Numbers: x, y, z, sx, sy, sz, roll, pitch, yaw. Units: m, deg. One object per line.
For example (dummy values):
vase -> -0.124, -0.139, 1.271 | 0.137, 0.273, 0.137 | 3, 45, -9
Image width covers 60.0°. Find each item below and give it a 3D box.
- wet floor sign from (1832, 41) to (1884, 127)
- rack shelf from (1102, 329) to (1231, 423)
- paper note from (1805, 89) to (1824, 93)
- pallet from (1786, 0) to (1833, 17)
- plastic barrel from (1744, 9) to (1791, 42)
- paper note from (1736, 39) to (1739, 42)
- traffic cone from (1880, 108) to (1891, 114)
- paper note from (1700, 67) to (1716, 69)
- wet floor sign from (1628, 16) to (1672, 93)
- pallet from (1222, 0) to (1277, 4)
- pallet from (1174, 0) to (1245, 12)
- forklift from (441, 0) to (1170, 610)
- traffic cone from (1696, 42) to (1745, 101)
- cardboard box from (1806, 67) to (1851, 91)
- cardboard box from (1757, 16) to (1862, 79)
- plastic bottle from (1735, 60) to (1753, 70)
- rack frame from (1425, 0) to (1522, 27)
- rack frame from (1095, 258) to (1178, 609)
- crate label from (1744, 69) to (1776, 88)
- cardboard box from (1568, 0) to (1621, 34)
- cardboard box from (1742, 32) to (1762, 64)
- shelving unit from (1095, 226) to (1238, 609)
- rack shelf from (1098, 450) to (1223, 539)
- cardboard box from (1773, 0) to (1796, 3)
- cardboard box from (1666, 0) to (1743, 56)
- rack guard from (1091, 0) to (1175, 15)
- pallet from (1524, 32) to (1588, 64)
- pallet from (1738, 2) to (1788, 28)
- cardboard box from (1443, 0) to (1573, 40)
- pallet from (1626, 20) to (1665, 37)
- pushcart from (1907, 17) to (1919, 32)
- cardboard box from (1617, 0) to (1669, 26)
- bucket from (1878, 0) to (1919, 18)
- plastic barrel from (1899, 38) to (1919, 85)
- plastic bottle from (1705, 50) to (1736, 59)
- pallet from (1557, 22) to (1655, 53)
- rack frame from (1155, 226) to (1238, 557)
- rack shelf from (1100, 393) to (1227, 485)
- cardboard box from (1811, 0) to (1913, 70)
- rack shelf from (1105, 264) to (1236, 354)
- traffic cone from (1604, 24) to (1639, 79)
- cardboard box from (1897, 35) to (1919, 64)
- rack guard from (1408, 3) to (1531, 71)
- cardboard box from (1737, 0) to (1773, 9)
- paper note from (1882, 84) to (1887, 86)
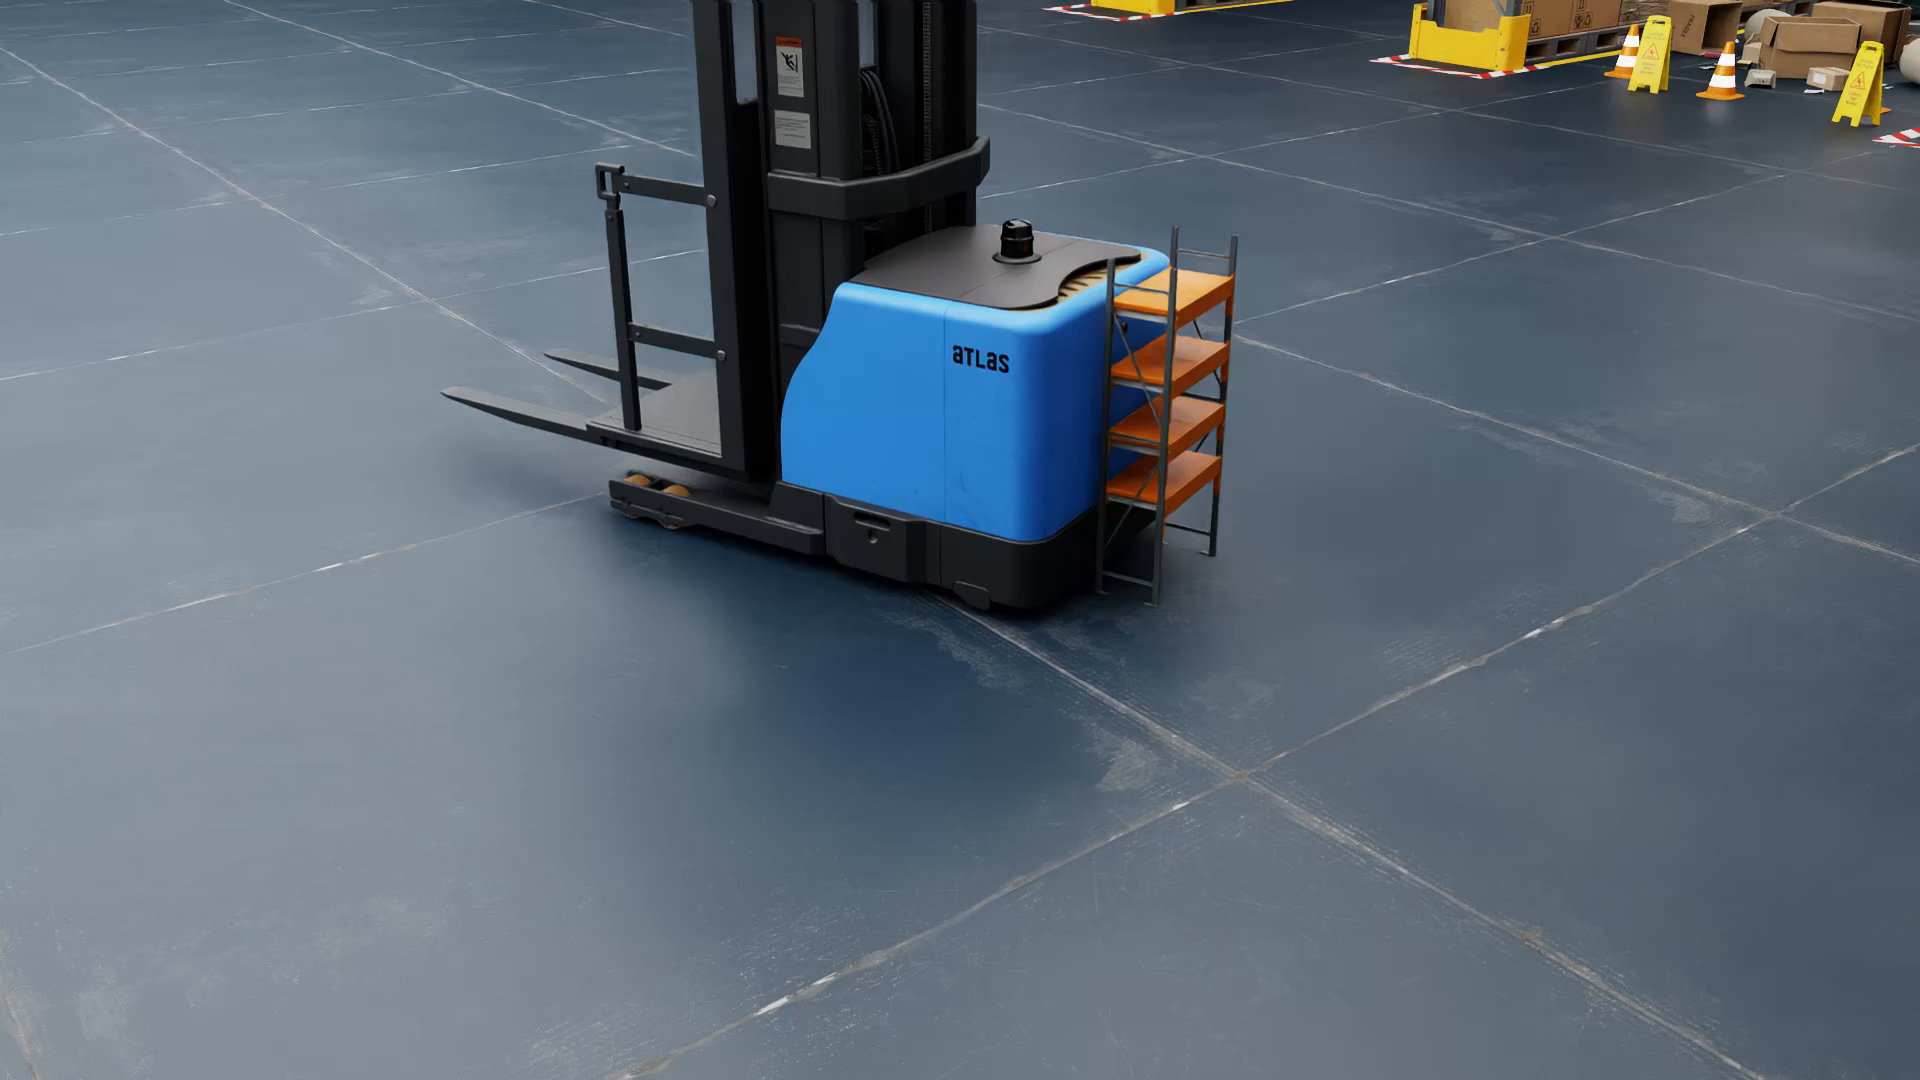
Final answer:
wet floor sign -> 7.320, -3.700, 13.455 | 0.232, 0.644, 0.267 | -8, 26, -16
rack shelf -> 0.708, -0.565, 5.670 | 0.258, 0.148, 0.480 | 14, 29, 28
paper note -> 7.645, -4.021, 14.877 | 0.148, 0.019, 0.142 | 15, 29, 29
pallet -> 9.665, -6.394, 19.777 | 1.213, 0.211, 1.003 | -18, 31, -34
plastic barrel -> 8.197, -5.144, 16.830 | 0.421, 0.421, 0.512 | 1, 25, 2
paper note -> 8.173, -5.294, 17.620 | 0.147, 0.020, 0.142 | 5, 25, 11
traffic cone -> 7.672, -3.851, 13.998 | 0.334, 0.463, 0.336 | -18, 31, -34
paper note -> 7.245, -4.563, 16.047 | 0.142, 0.017, 0.144 | -8, 26, -16
wet floor sign -> 6.195, -4.345, 14.845 | 0.267, 0.644, 0.232 | 21, 32, 37
pallet -> 3.695, -7.015, 21.114 | 1.213, 0.211, 1.003 | -18, 31, -34
pallet -> 2.736, -6.700, 20.435 | 1.213, 0.211, 1.003 | -18, 31, -34
forklift -> -0.753, -1.542, 6.090 | 3.031, 2.935, 1.130 | 15, 29, 29
traffic cone -> 6.720, -4.130, 14.600 | 0.334, 0.463, 0.336 | -18, 31, -34
cardboard box -> 7.914, -4.179, 15.078 | 0.250, 0.149, 0.380 | -3, 25, -7
cardboard box -> 7.950, -4.625, 15.618 | 0.797, 0.503, 0.637 | 5, 25, 11
plastic bottle -> 7.588, -4.603, 16.096 | 0.133, 0.061, 0.283 | 15, 29, 29
rack frame -> 4.996, -6.076, 15.779 | 0.127, 3.000, 1.000 | -18, 31, -34
rack frame -> 0.581, -0.335, 5.547 | 0.240, 1.200, 0.015 | 14, 29, 28
crate label -> 7.300, -4.207, 15.153 | 0.250, 0.136, 0.298 | 10, 27, 20
cardboard box -> 6.180, -5.730, 17.059 | 0.875, 0.875, 0.875 | -19, 31, -35
cardboard box -> 7.927, -4.818, 16.317 | 0.258, 0.266, 0.396 | -13, 28, -25
shelving unit -> 0.708, -0.423, 5.736 | 0.258, 1.200, 0.503 | 14, 29, 28
rack shelf -> 0.708, -0.182, 5.848 | 0.258, 0.148, 0.480 | 14, 29, 28
cardboard box -> 9.338, -6.726, 19.352 | 0.750, 0.750, 1.050 | -18, 31, -34
cardboard box -> 7.555, -5.239, 16.942 | 0.500, 0.500, 0.500 | -13, 28, -25
rack guard -> 2.075, -6.631, 19.945 | 0.348, 0.500, 1.175 | -18, 31, -34
pallet -> 5.577, -5.045, 16.870 | 1.213, 0.211, 1.003 | -18, 31, -34
pallet -> 8.704, -6.076, 19.091 | 1.213, 0.211, 1.003 | -18, 31, -34
cardboard box -> 5.489, -5.501, 16.565 | 0.875, 0.875, 0.875 | -18, 30, -34
pallet -> 7.497, -5.679, 18.235 | 1.213, 0.211, 1.003 | -18, 31, -34
pushcart -> 9.831, -5.055, 16.693 | 1.648, 0.377, 0.936 | 15, 29, 29
cardboard box -> 6.898, -5.966, 17.568 | 0.875, 0.875, 0.875 | -18, 30, -34
bucket -> 9.459, -5.521, 16.665 | 0.620, 0.611, 0.726 | 2, 23, -21
plastic barrel -> 8.821, -4.332, 15.082 | 0.421, 0.421, 0.512 | 1, 25, 2
plastic bottle -> 7.605, -4.843, 16.613 | 0.283, 0.061, 0.133 | 15, 29, 29
pallet -> 6.536, -5.360, 17.549 | 1.213, 0.211, 1.003 | -18, 31, -34
rack frame -> 0.835, -0.511, 5.925 | 0.240, 1.200, 0.015 | 14, 29, 28
rack shelf -> 0.708, -0.362, 5.764 | 0.258, 0.148, 0.480 | 14, 29, 28
cardboard box -> 8.681, -4.932, 16.119 | 0.503, 0.637, 0.797 | -18, 31, -34
rack shelf -> 0.708, -0.779, 5.571 | 0.258, 0.148, 0.480 | 14, 29, 28
traffic cone -> 6.290, -4.593, 15.597 | 0.334, 0.463, 0.336 | -18, 31, -34
cardboard box -> 9.312, -4.761, 16.193 | 0.258, 0.266, 0.396 | 5, 25, 11
rack guard -> 4.977, -4.936, 16.292 | 0.348, 0.500, 1.175 | -18, 31, -34
cardboard box -> 8.577, -6.476, 18.815 | 0.750, 0.750, 1.050 | -18, 31, -34
paper note -> 8.406, -4.187, 15.248 | 0.142, 0.019, 0.148 | -8, 26, -16
